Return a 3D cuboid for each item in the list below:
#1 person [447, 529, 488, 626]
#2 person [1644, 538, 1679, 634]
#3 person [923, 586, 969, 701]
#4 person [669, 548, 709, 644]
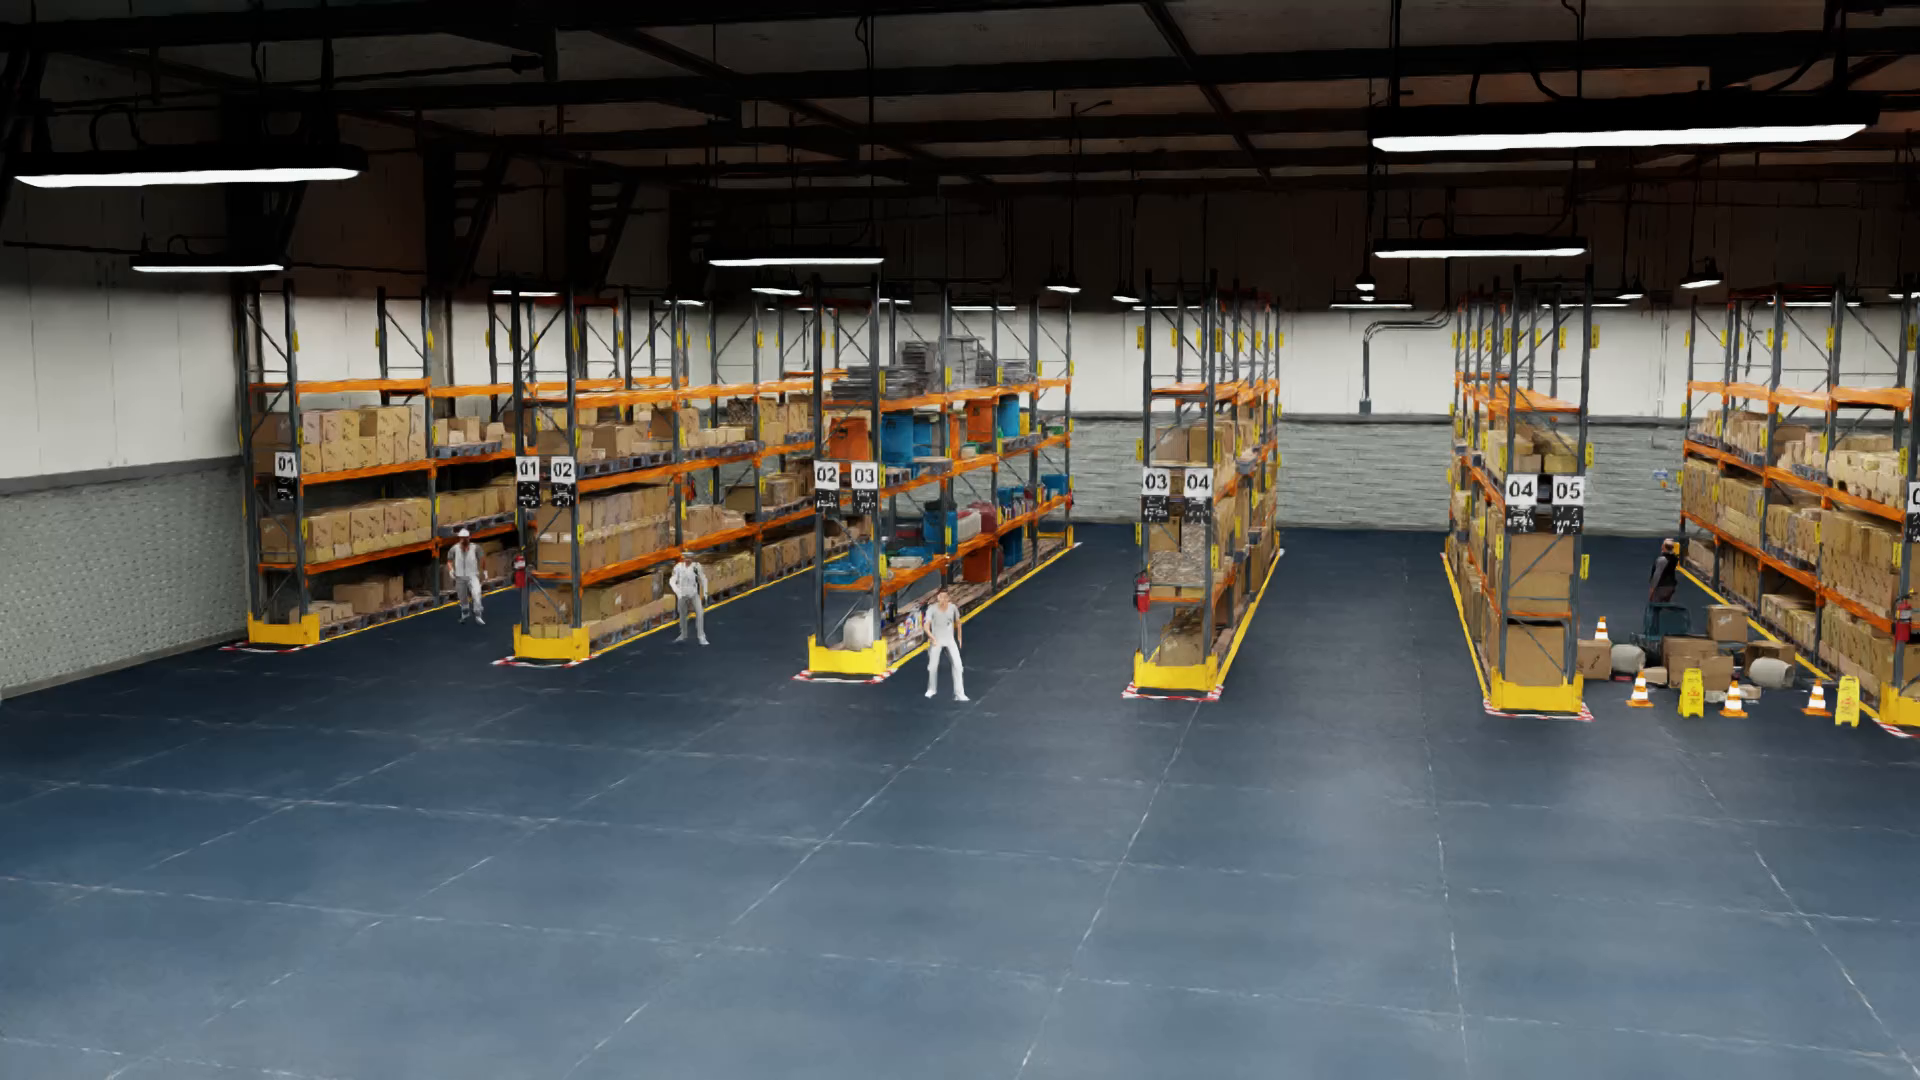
[{"bbox_3d":[-8.649,0.637,29.242,0.686,1.716,0.829,0,7,-4],"label":"person"},{"bbox_3d":[11.724,0.807,27.814,0.574,1.711,0.626,6,9,42],"label":"person"},{"bbox_3d":[-0.216,1.424,23.185,0.613,1.607,0.802,-1,7,-5],"label":"person"},{"bbox_3d":[-4.462,0.910,27.472,0.644,1.615,0.783,-1,7,-5],"label":"person"}]
